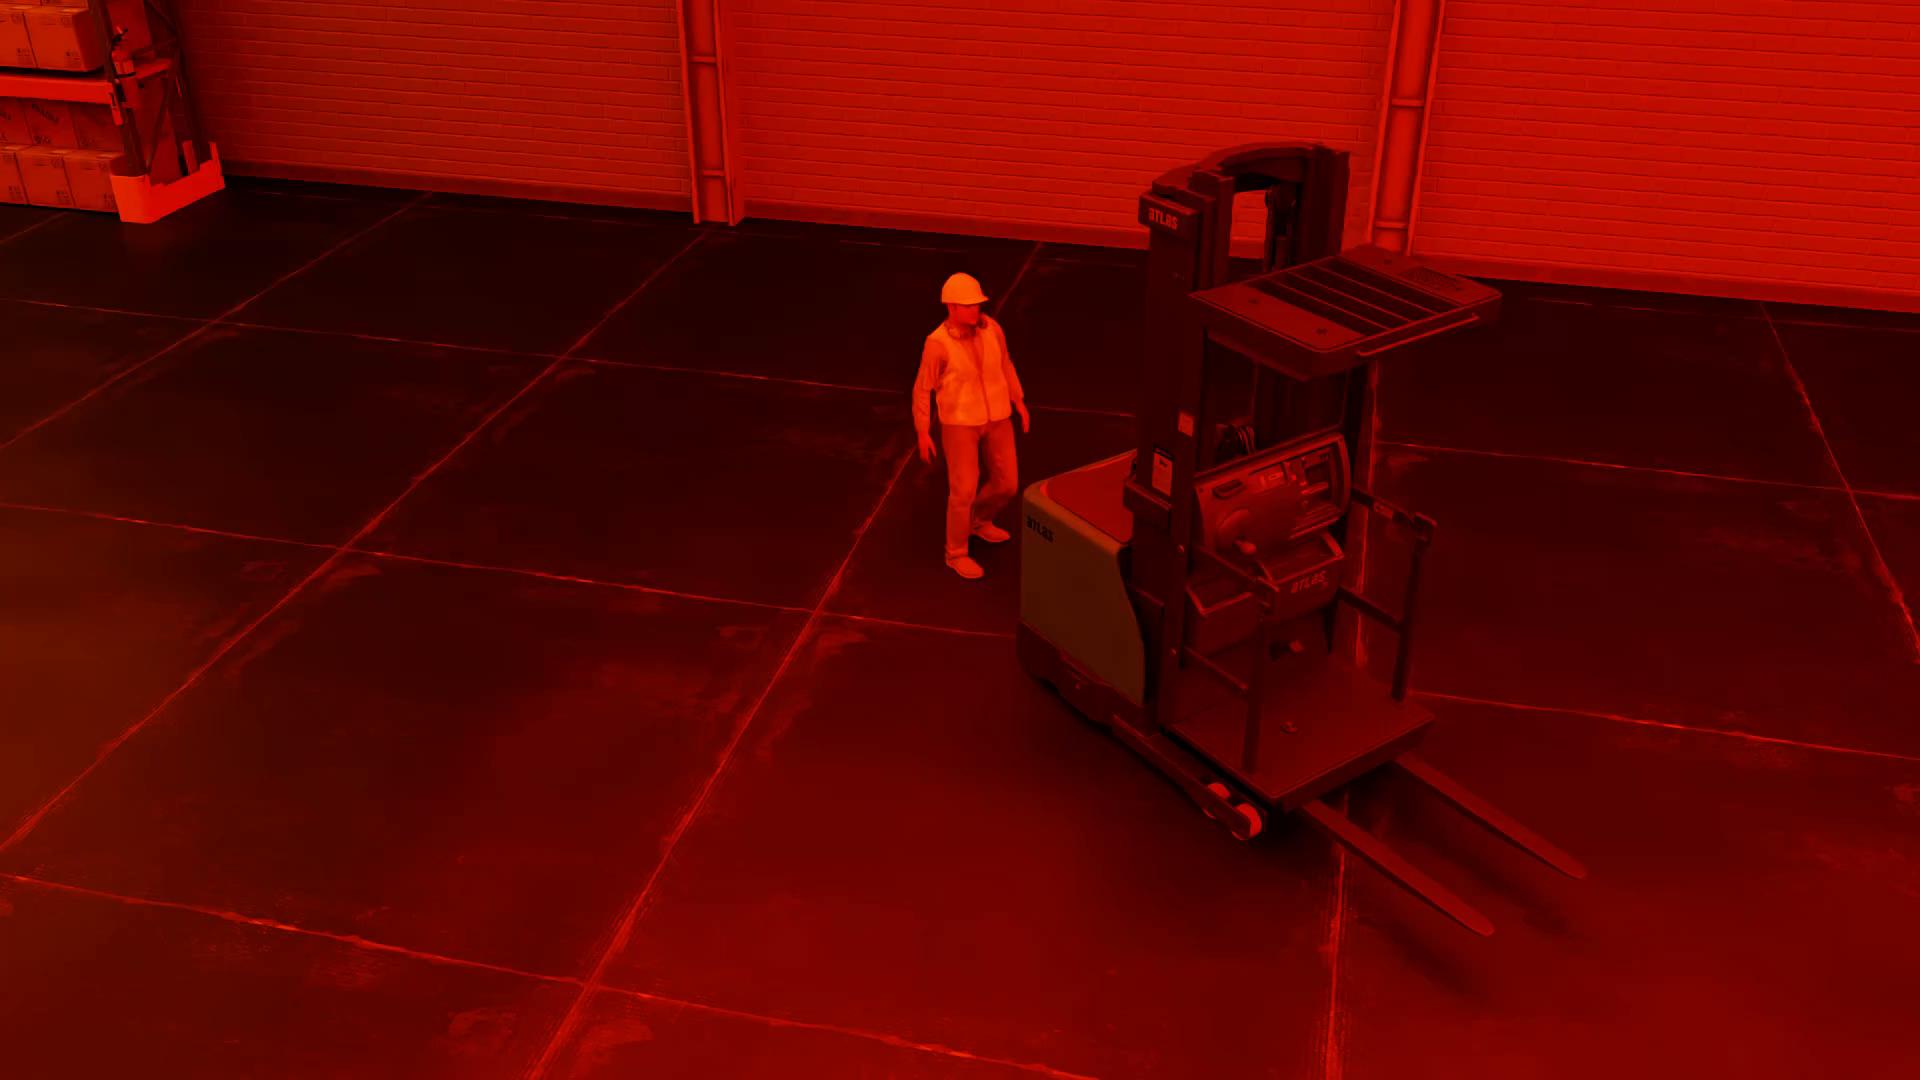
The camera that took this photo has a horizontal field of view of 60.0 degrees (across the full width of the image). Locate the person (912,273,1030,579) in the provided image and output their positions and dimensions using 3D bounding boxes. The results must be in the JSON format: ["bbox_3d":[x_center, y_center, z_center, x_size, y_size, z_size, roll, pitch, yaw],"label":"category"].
[{"bbox_3d":[0.076,-0.666,9.584,0.717,1.718,0.634,-15,33,-25],"label":"person"}]

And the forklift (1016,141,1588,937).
[{"bbox_3d":[1.561,-0.159,7.450,1.130,2.935,3.031,-19,35,-30],"label":"forklift"}]
